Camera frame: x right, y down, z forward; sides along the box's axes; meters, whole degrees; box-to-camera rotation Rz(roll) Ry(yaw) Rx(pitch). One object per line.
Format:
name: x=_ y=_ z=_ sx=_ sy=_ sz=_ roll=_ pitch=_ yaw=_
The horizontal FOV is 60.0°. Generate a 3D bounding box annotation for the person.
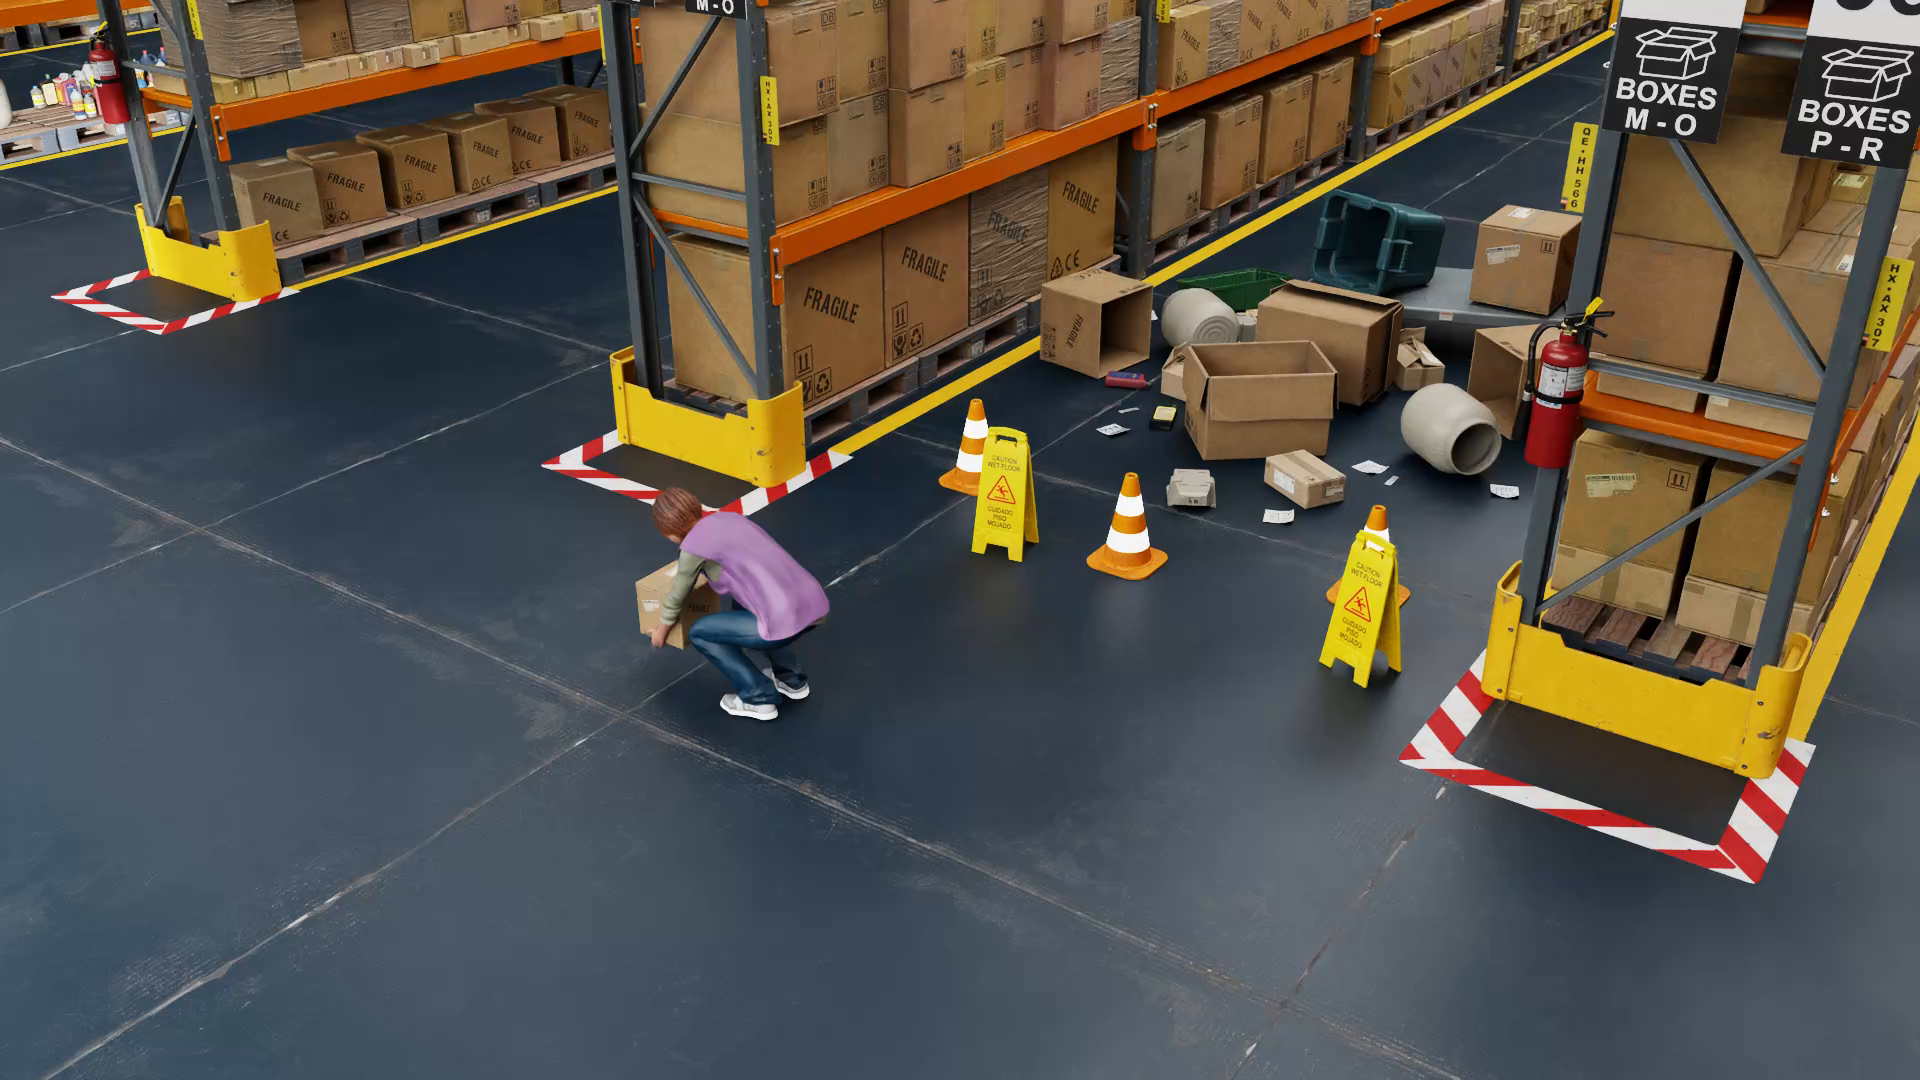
person: x=-0.926 y=0.263 z=6.905 sx=0.829 sy=0.884 sz=0.420 roll=17 pitch=32 yaw=29
